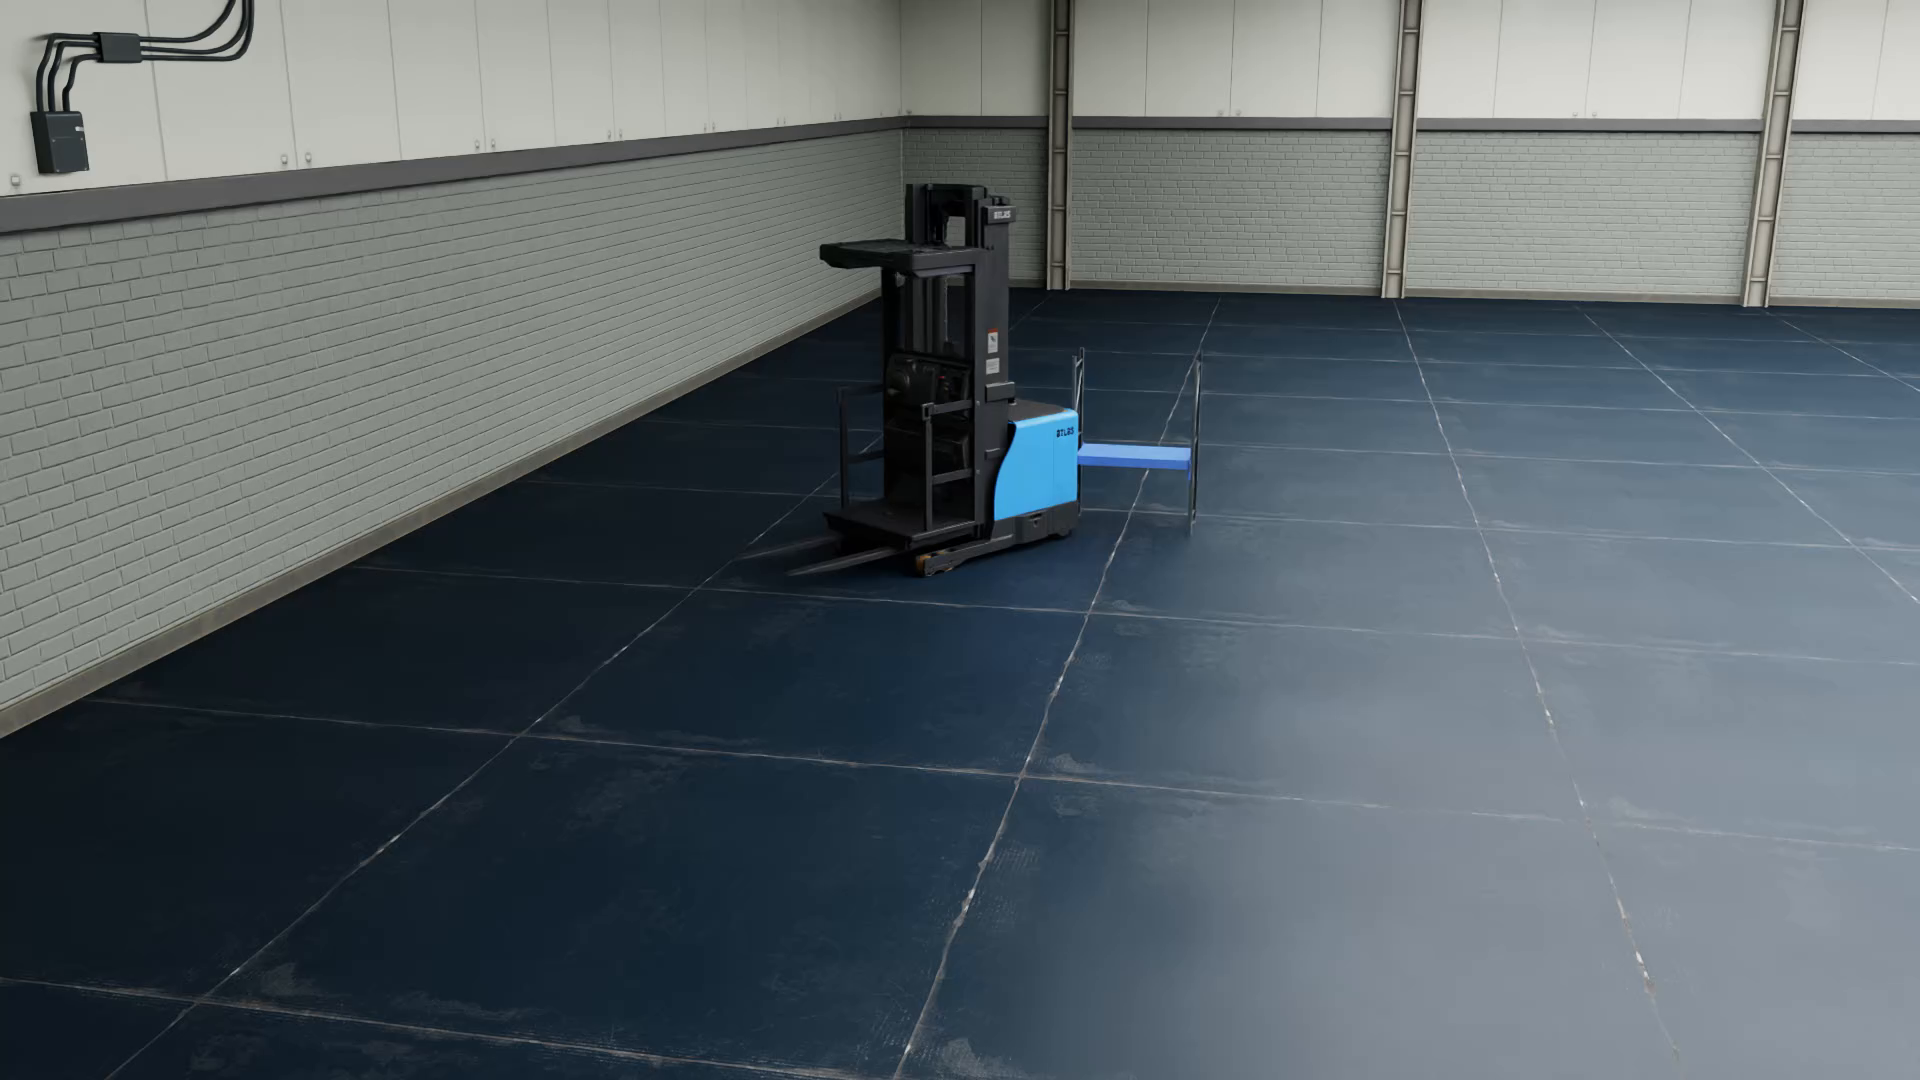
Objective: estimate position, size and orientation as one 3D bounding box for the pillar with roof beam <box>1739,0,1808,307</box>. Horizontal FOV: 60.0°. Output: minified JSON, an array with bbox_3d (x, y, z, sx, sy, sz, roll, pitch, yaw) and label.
[{"bbox_3d":[12.723,-7.220,23.200,0.400,9.000,9.100,3,16,11],"label":"pillar with roof beam"}]

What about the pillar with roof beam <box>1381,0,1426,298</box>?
[{"bbox_3d":[6.843,-7.539,24.353,0.400,9.000,9.100,3,16,11],"label":"pillar with roof beam"}]

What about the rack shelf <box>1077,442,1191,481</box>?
[{"bbox_3d":[1.504,-0.682,14.317,1.000,0.185,0.538,3,16,12],"label":"rack shelf"}]

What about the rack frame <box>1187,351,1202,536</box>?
[{"bbox_3d":[2.001,-0.826,14.164,0.032,1.500,0.500,3,16,12],"label":"rack frame"}]

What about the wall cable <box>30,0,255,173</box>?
[{"bbox_3d":[-5.172,-5.369,10.145,0.169,6.003,2.305,3,16,11],"label":"wall cable"}]

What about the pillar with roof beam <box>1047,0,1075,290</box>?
[{"bbox_3d":[0.963,-7.859,25.505,0.400,9.000,9.100,3,16,11],"label":"pillar with roof beam"}]

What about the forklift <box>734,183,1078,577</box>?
[{"bbox_3d":[-0.405,-1.282,13.129,3.031,2.935,1.130,-15,21,-42],"label":"forklift"}]

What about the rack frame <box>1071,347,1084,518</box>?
[{"bbox_3d":[1.008,-0.884,14.374,0.032,1.500,0.500,3,16,12],"label":"rack frame"}]

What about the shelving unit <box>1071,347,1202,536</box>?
[{"bbox_3d":[1.504,-0.855,14.269,1.048,1.500,0.538,3,16,12],"label":"shelving unit"}]
